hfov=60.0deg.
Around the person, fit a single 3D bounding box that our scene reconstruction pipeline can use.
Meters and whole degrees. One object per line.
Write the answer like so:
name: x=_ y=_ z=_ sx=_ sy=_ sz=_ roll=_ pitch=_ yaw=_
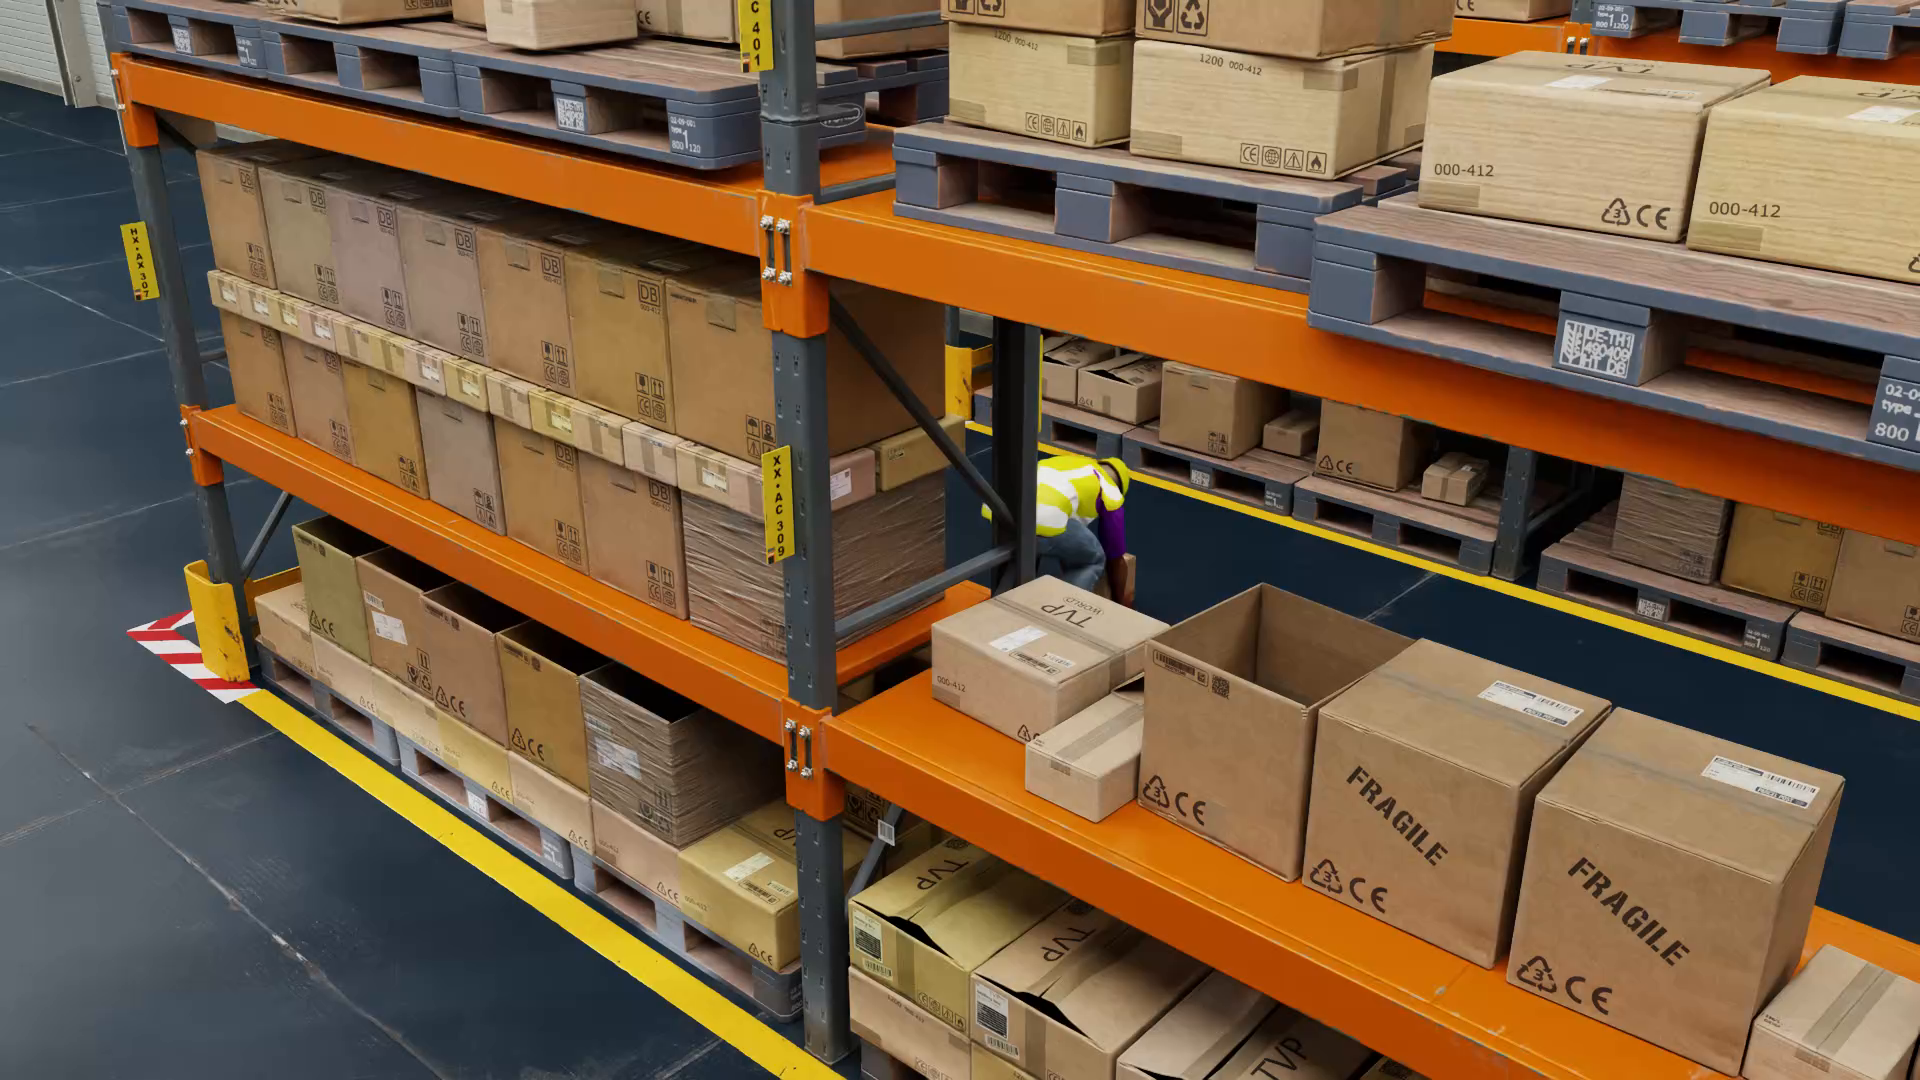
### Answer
person: x=0.508 y=0.003 z=8.127 sx=0.509 sy=0.915 sz=0.976 roll=18 pitch=30 yaw=35
